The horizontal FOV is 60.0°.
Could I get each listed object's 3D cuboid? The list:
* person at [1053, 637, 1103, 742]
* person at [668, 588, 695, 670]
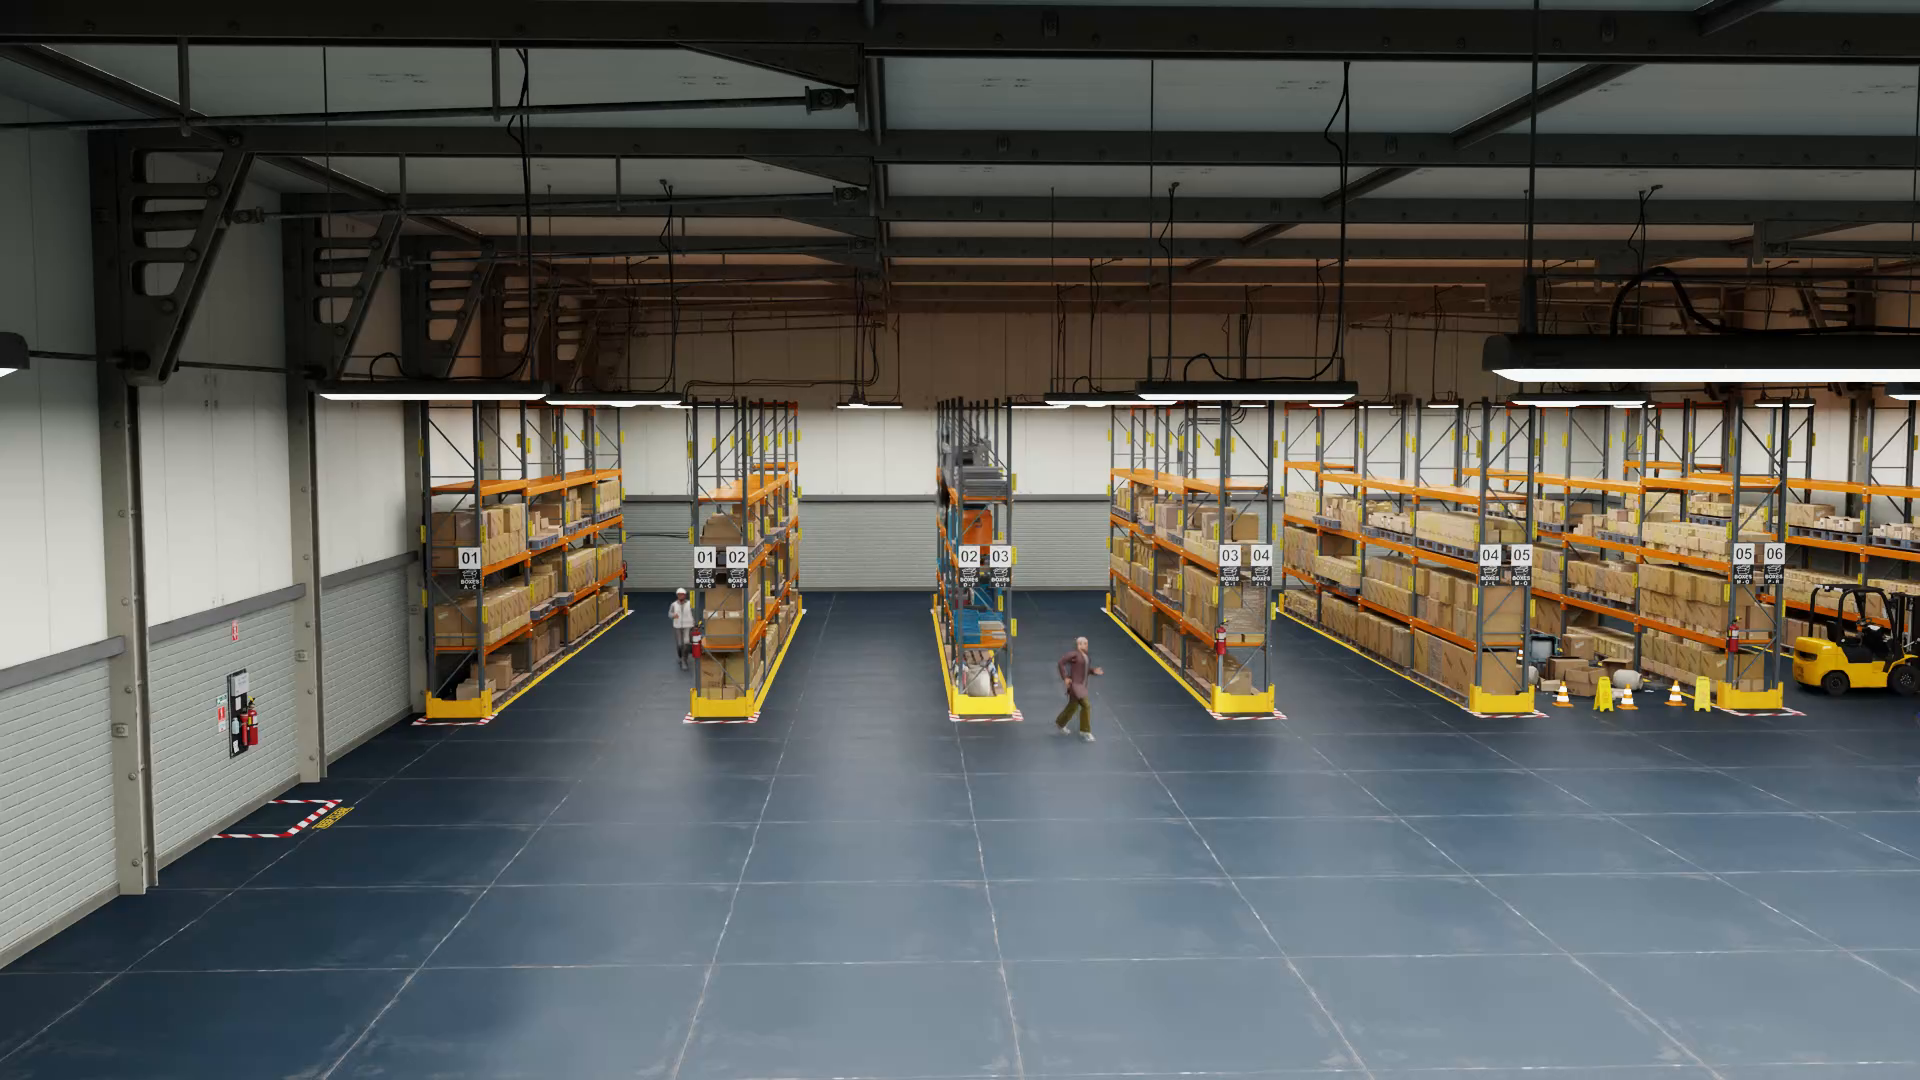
[{"bbox_3d":[2.045,2.599,29.125,0.973,1.831,0.623,2,5,29],"label":"person"},{"bbox_3d":[-6.204,1.980,37.259,0.661,1.809,0.822,0,4,0],"label":"person"}]
